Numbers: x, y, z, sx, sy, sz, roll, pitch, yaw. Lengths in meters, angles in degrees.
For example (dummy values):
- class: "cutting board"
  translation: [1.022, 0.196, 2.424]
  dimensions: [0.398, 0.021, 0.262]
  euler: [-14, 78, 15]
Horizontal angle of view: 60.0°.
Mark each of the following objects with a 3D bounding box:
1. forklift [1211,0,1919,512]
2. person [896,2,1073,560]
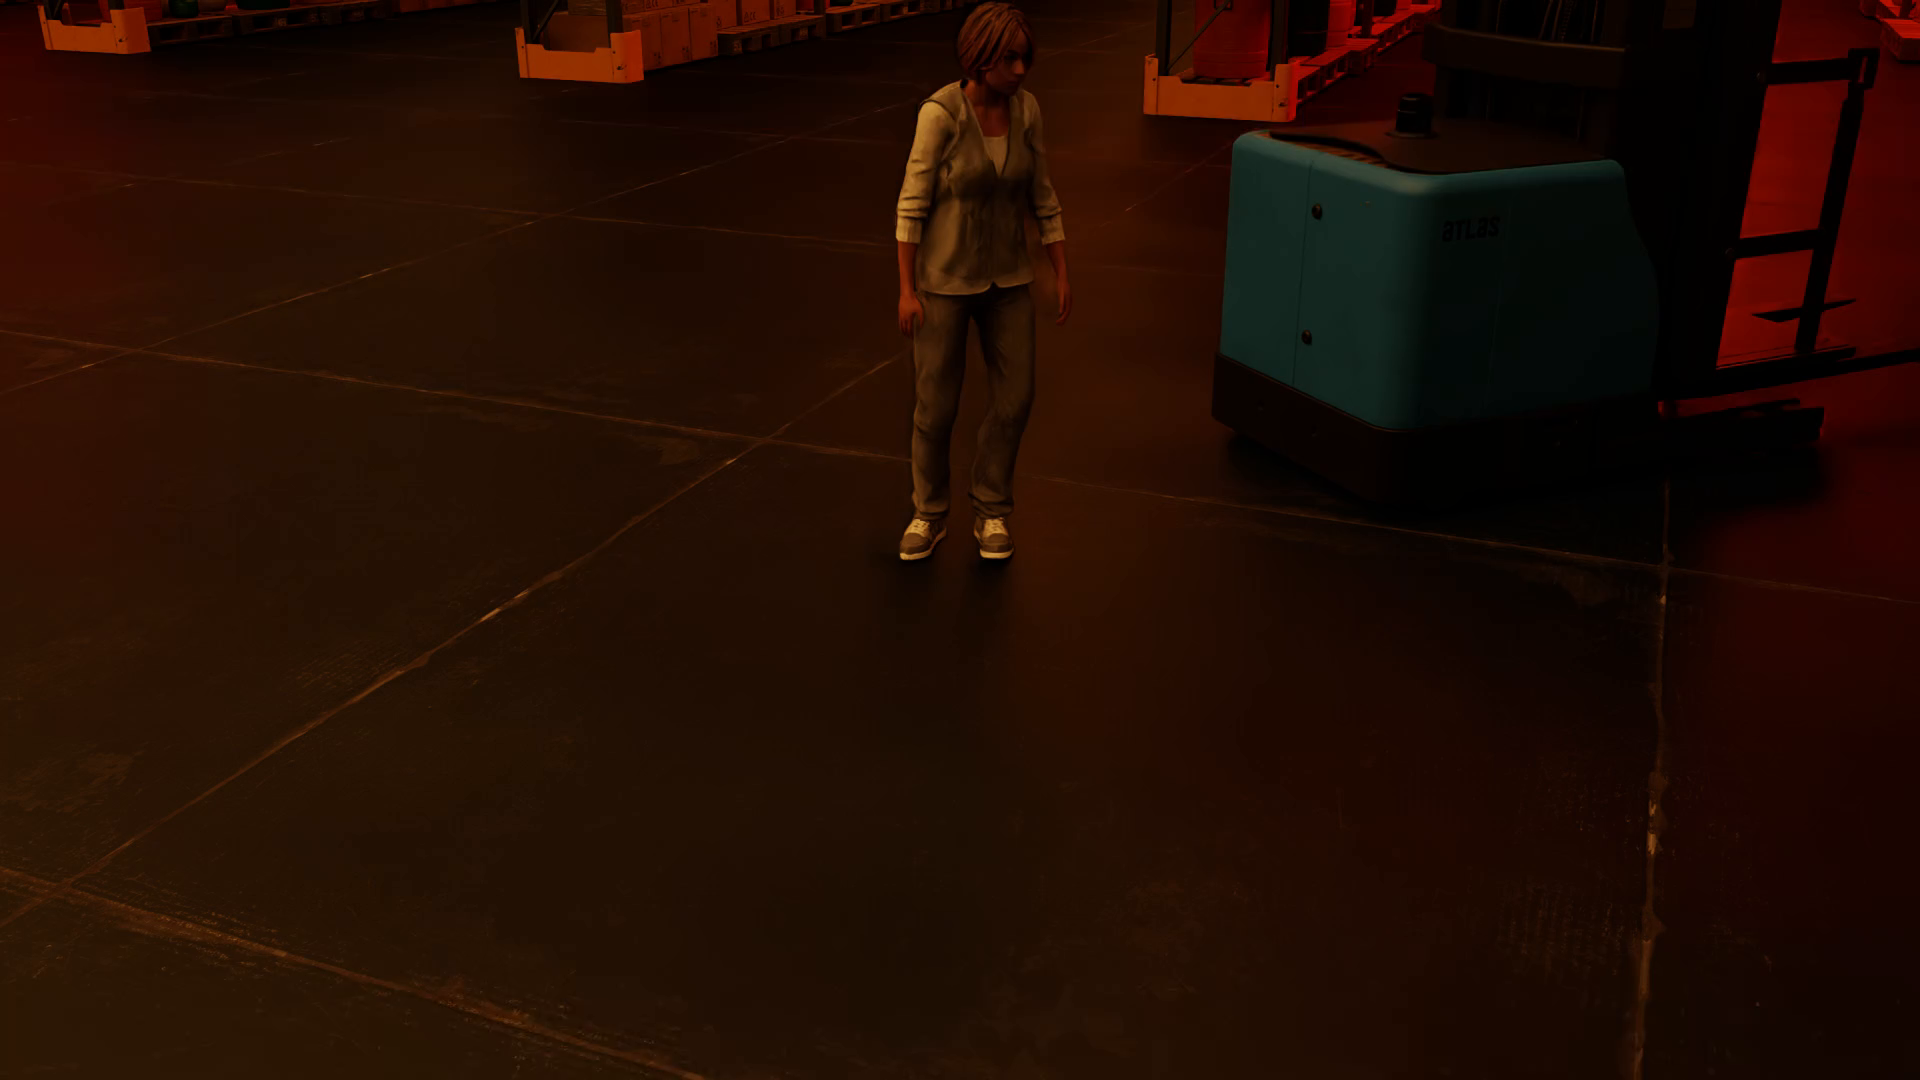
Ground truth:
- class: "forklift"
  translation: [2.464, -1.808, 5.619]
  dimensions: [3.031, 2.935, 1.130]
  euler: [-10, 25, -23]
- class: "person"
  translation: [0.052, -0.711, 4.744]
  dimensions: [0.527, 1.583, 0.363]
  euler: [-11, 25, -25]
